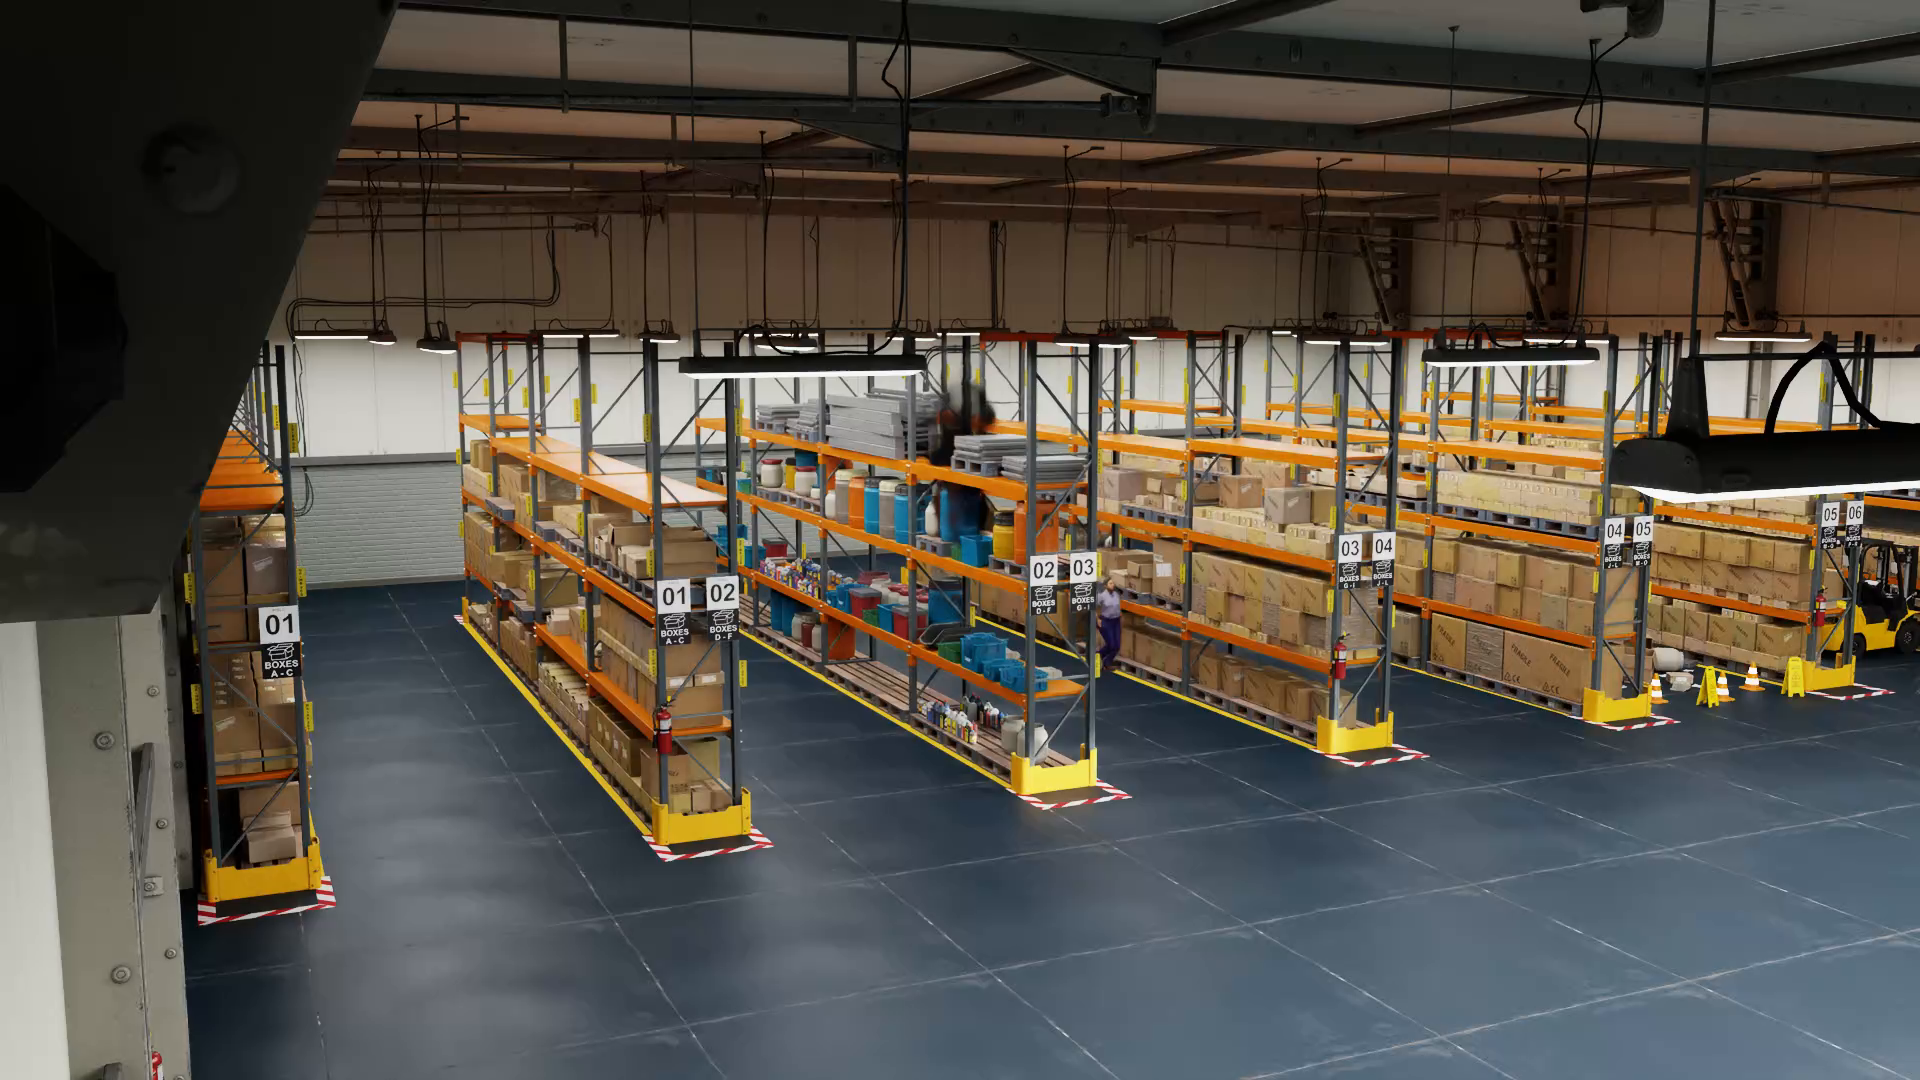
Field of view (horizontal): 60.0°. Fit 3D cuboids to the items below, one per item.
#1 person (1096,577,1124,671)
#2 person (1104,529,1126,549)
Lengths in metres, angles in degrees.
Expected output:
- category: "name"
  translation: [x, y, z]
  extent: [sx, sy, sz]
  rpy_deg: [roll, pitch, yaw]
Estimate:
- category: "person"
  translation: [2.561, 1.443, 28.324]
  extent: [0.607, 1.607, 0.504]
  rpy_deg: [-5, 9, -34]
- category: "person"
  translation: [3.490, 0.475, 37.556]
  extent: [0.567, 1.645, 0.647]
  rpy_deg: [-4, 9, -26]
